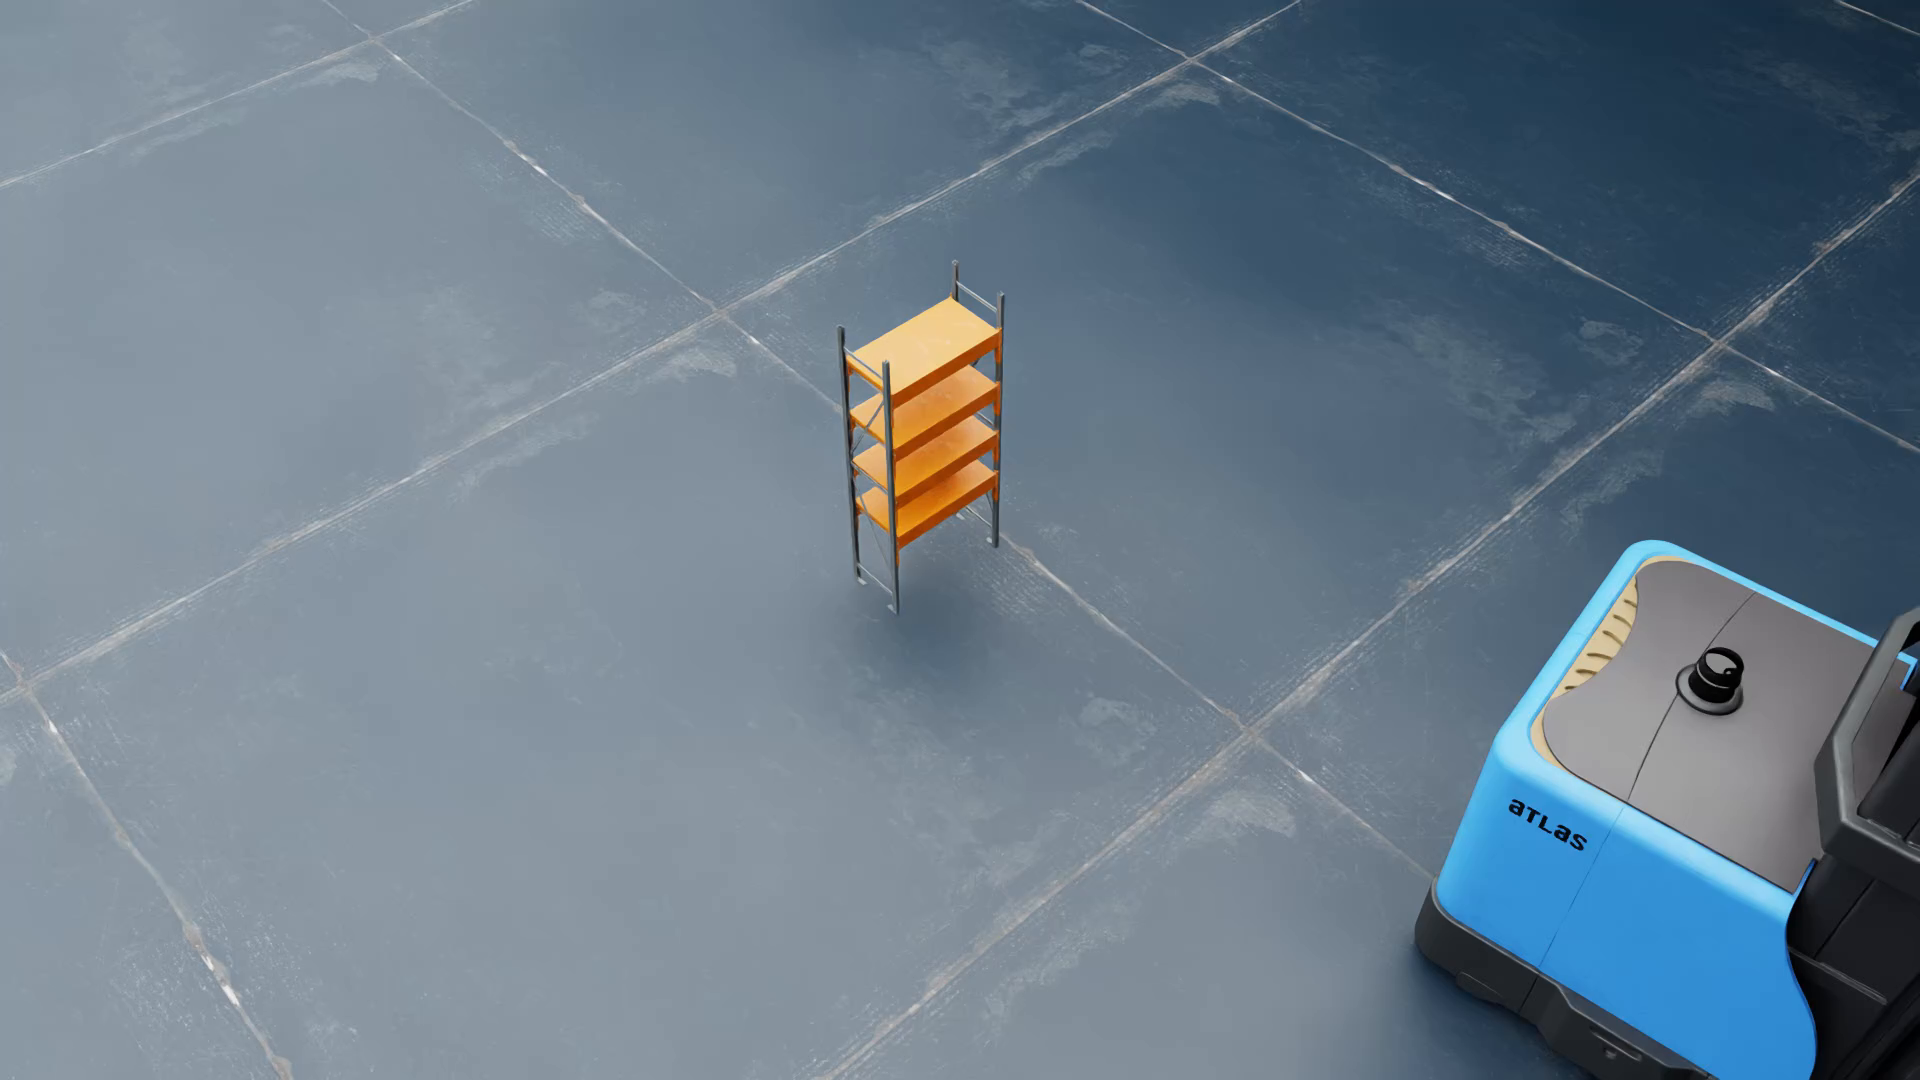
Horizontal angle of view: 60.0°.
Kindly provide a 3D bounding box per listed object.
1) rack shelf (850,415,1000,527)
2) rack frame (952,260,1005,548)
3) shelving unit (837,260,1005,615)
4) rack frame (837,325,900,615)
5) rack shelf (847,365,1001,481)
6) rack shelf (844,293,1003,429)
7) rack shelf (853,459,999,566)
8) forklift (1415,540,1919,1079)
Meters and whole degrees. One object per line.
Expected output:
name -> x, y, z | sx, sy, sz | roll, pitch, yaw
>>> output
rack shelf -> -0.122, -0.279, 5.783 | 0.480, 0.148, 0.258 | -34, 56, -27
rack frame -> 0.058, -0.446, 5.845 | 0.015, 1.200, 0.240 | -34, 56, -27
shelving unit -> -0.122, -0.325, 5.734 | 0.503, 1.200, 0.258 | -34, 56, -27
rack frame -> -0.303, -0.204, 5.622 | 0.015, 1.200, 0.240 | -34, 56, -27
rack shelf -> -0.122, -0.431, 5.619 | 0.480, 0.148, 0.258 | -34, 56, -27
rack shelf -> -0.122, -0.592, 5.445 | 0.480, 0.148, 0.258 | -34, 56, -27
rack shelf -> -0.122, -0.145, 5.929 | 0.480, 0.148, 0.258 | -34, 56, -27
forklift -> 2.851, 0.658, 3.648 | 3.031, 2.935, 1.130 | 30, 54, 25
